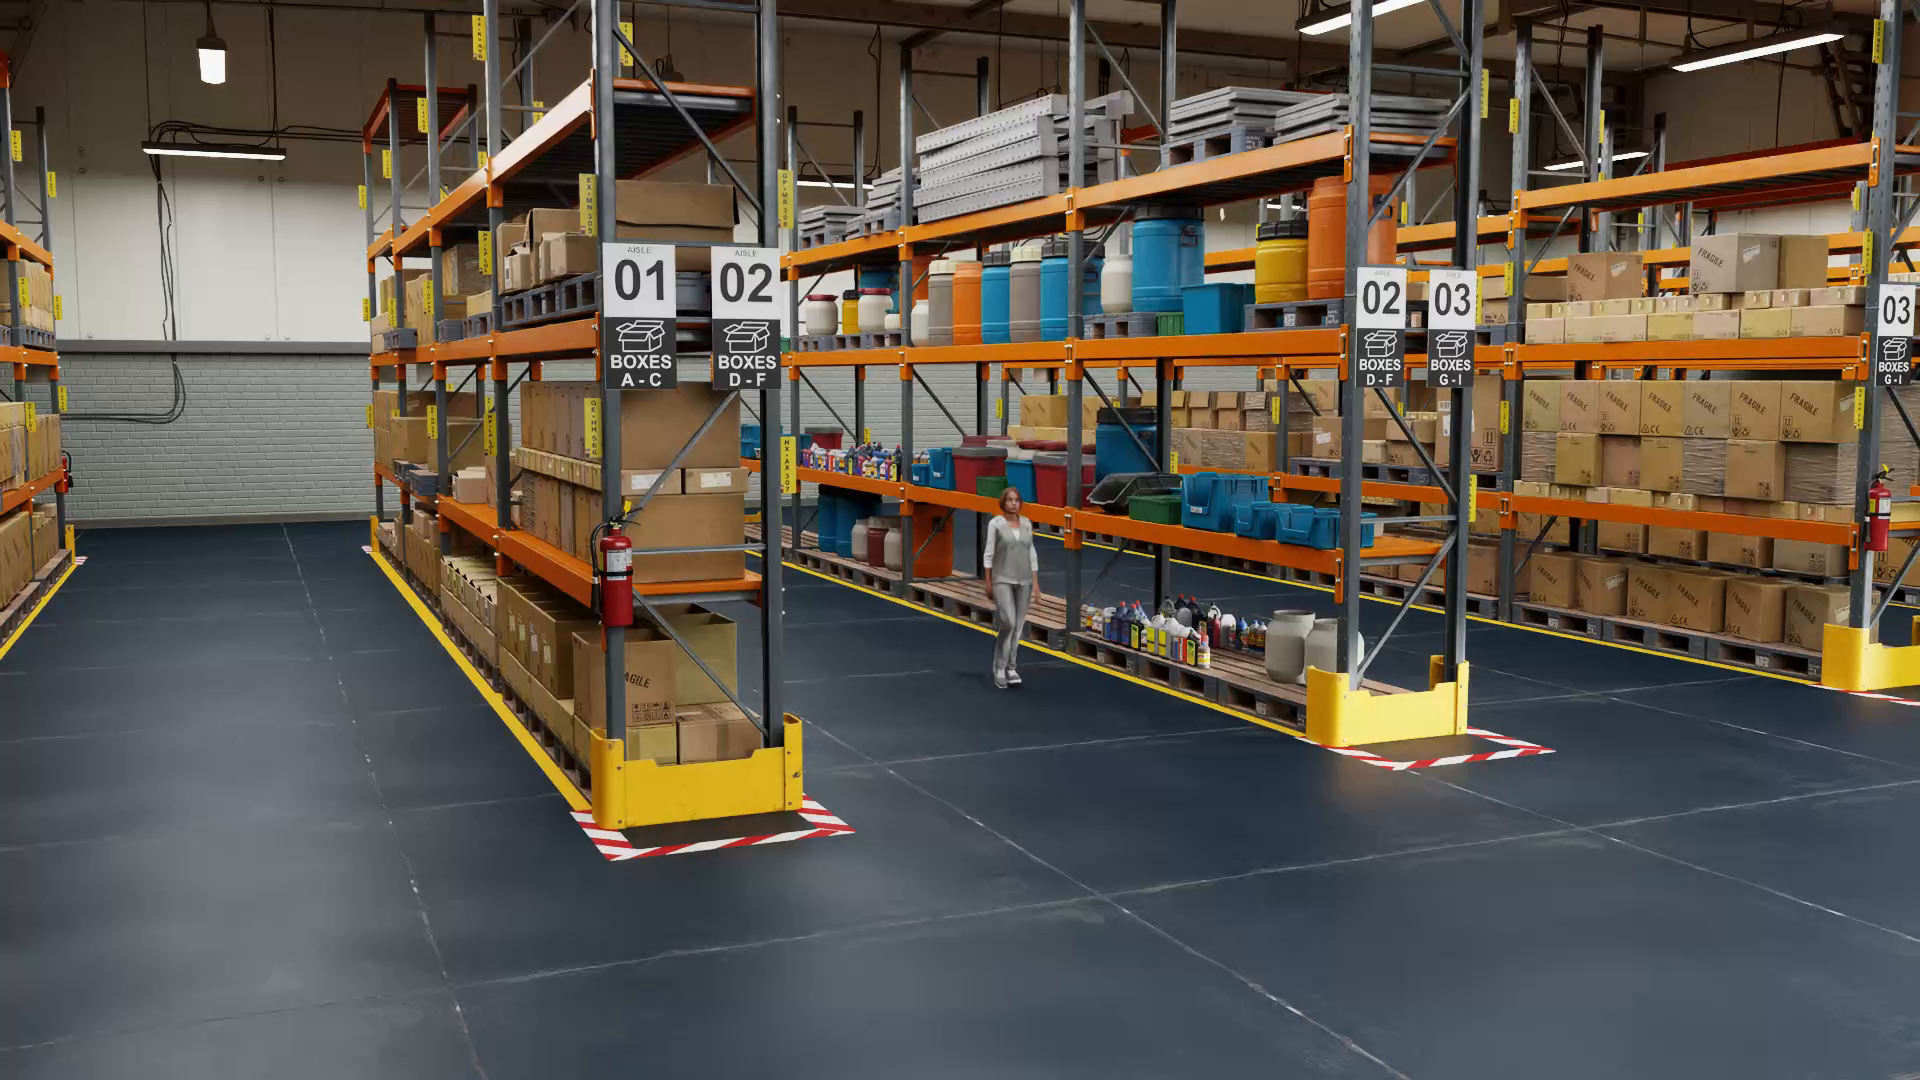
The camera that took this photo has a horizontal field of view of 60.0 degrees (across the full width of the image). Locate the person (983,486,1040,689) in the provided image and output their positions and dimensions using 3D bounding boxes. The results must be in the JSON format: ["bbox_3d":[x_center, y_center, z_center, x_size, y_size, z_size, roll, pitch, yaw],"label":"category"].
[{"bbox_3d":[0.424,0.378,13.275,0.408,1.609,0.451,-2,6,-24],"label":"person"}]
